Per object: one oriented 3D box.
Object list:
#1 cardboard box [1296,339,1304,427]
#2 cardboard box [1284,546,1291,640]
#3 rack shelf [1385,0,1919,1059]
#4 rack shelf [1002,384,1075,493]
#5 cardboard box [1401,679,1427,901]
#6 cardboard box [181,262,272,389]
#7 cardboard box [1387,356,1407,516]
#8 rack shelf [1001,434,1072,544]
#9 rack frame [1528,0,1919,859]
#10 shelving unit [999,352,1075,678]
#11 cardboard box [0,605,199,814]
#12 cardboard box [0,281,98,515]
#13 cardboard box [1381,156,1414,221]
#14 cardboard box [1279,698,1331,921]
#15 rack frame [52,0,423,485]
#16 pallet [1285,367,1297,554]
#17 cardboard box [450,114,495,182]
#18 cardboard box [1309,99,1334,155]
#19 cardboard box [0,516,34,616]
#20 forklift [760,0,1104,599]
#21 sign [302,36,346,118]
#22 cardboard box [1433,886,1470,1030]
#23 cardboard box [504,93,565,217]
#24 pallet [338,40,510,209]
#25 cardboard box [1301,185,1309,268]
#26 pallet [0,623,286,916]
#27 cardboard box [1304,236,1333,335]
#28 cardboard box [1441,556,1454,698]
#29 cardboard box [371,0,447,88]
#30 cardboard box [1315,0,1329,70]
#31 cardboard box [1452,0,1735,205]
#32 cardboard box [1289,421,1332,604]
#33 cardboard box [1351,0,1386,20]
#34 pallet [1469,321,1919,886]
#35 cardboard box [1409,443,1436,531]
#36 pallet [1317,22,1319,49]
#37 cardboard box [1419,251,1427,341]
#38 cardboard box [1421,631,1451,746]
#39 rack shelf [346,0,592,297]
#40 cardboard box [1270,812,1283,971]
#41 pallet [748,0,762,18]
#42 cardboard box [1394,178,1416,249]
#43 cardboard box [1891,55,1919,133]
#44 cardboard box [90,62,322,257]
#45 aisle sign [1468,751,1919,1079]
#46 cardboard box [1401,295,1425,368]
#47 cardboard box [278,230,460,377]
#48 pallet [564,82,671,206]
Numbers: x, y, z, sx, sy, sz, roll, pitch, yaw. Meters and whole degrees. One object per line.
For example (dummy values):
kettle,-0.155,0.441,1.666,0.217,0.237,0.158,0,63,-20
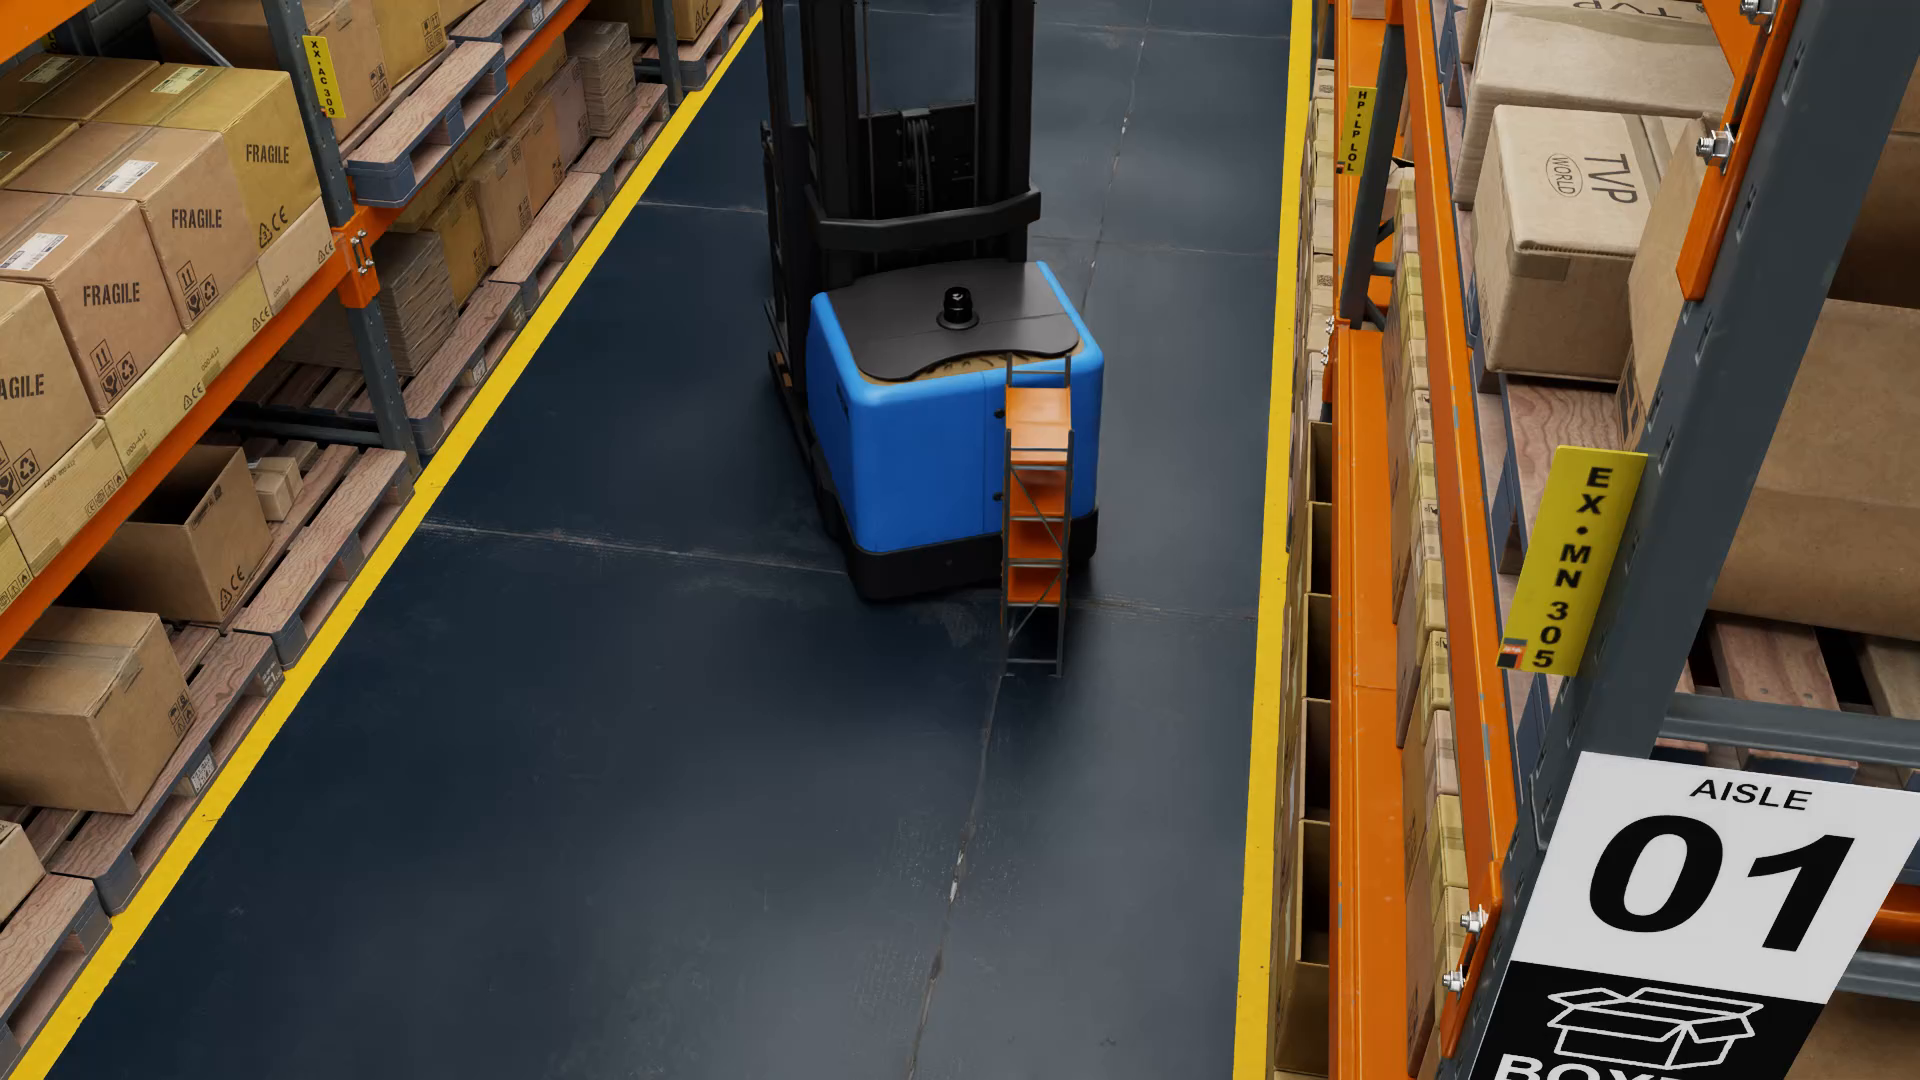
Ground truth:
cardboard box,1.787,-0.656,7.518,0.500,0.250,0.500,6,40,7
cardboard box,1.532,0.211,6.469,0.500,0.250,0.500,6,40,8
rack shelf,1.565,-0.568,3.794,1.077,0.370,4.000,6,40,8
rack shelf,0.288,-0.380,6.151,0.258,0.148,0.480,1,40,1
cardboard box,1.490,0.595,4.098,0.700,0.500,0.500,7,40,8
cardboard box,-2.846,-0.796,5.960,0.500,0.250,0.500,7,40,8
cardboard box,1.756,-0.372,5.268,0.700,0.500,0.500,6,40,7
rack shelf,0.288,-0.198,6.302,0.258,0.148,0.480,1,40,1
rack frame,1.219,-0.746,1.090,1.000,3.000,0.127,6,40,8
shelving unit,0.288,-0.077,6.402,0.258,1.200,0.503,1,40,1
cardboard box,-3.177,0.579,5.812,0.700,0.500,0.500,4,40,5
cardboard box,-3.013,-0.441,4.943,0.500,0.500,0.500,8,40,9
cardboard box,1.883,-1.465,6.773,0.396,0.266,0.258,5,40,7
cardboard box,1.265,0.863,5.093,0.500,0.500,0.500,6,40,8
rack frame,-2.968,-1.488,6.696,1.000,3.000,0.127,6,40,8
pallet,2.000,-0.336,7.491,1.003,0.211,1.213,6,40,8
cardboard box,-2.698,-2.051,8.405,0.500,0.250,0.500,5,40,6
cardboard box,2.141,-2.146,8.880,0.500,0.311,0.500,5,40,7
cardboard box,-3.093,0.154,4.811,0.500,0.250,0.500,6,40,7
forklift,-0.310,-1.833,7.167,1.130,2.935,3.031,-10,41,-12
sign,-2.432,-1.767,6.354,0.100,0.325,0.005,6,40,8
cardboard box,1.142,0.852,3.278,0.380,0.149,0.250,7,40,9
cardboard box,-2.611,-2.122,9.079,0.700,0.500,0.500,6,40,7
pallet,-2.693,-1.878,7.318,1.003,0.211,1.213,6,40,8
cardboard box,2.054,-1.618,8.681,0.500,0.250,0.500,5,40,6
pallet,-3.258,0.780,6.141,1.003,0.211,1.213,6,40,8
cardboard box,1.872,-1.189,7.722,0.500,0.311,0.500,6,40,8
cardboard box,1.494,0.055,3.732,0.700,0.500,0.500,7,40,8
cardboard box,-2.743,-2.362,7.329,0.700,0.500,0.500,10,41,12
cardboard box,2.534,-3.274,10.472,0.500,0.500,0.500,8,40,9
cardboard box,1.255,-0.872,3.228,0.500,0.311,0.500,11,41,13
cardboard box,1.523,-0.079,6.231,0.500,0.500,0.500,6,40,8
cardboard box,2.258,-2.881,8.450,0.500,0.311,0.500,6,40,7
pallet,1.367,0.003,2.608,1.003,0.211,1.213,6,40,8
cardboard box,1.410,-0.113,4.445,0.380,0.149,0.250,6,40,7
pallet,2.983,-3.608,11.448,1.003,0.211,1.213,6,40,8
cardboard box,1.755,-0.887,4.872,0.700,0.500,0.500,6,40,8
cardboard box,1.276,0.369,3.862,0.380,0.149,0.250,8,40,9
rack shelf,-2.622,-2.466,8.443,1.077,0.370,4.000,6,40,8
cardboard box,1.269,1.152,5.331,0.500,0.250,0.500,6,40,8
pallet,-1.852,-4.174,12.133,1.003,0.211,1.213,6,40,8
cardboard box,1.674,-1.086,5.622,0.380,0.149,0.250,6,40,8
cardboard box,1.776,-0.857,3.060,0.500,0.500,0.500,6,40,8
cardboard box,-2.745,-1.396,6.098,0.500,0.500,0.500,6,40,8
aisle sign,0.919,0.573,2.163,0.394,0.787,0.004,6,40,8
cardboard box,1.544,-0.601,5.036,0.380,0.149,0.250,6,40,7
cardboard box,-2.857,-1.158,7.913,0.700,0.500,0.500,8,40,9
pallet,-2.413,-2.434,10.028,1.003,0.211,1.213,6,40,8
